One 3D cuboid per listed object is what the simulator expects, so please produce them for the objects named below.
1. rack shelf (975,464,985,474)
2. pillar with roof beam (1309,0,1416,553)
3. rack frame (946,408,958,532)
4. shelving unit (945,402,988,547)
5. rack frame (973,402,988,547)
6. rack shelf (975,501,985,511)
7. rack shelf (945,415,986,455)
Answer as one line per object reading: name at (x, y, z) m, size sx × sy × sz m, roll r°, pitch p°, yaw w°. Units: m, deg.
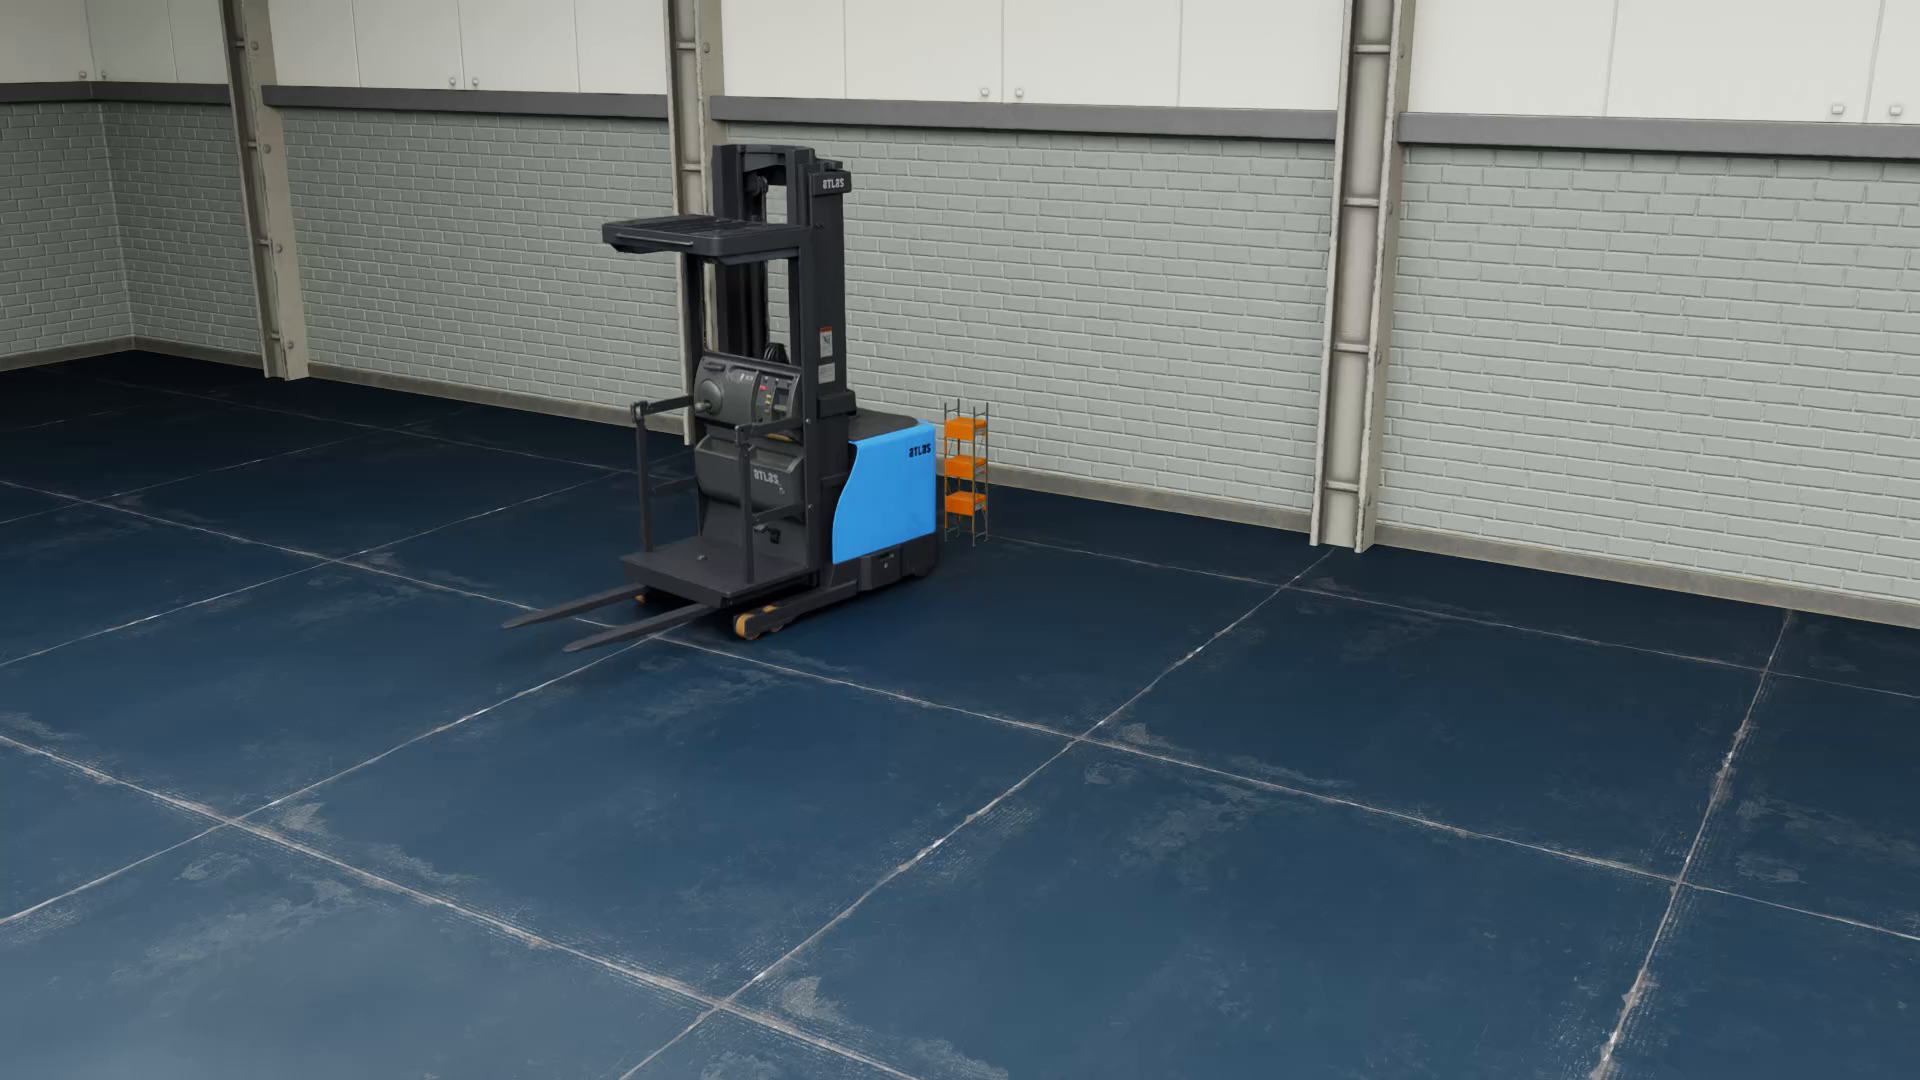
rack shelf at (0.046, -0.532, 12.190) m, size 0.221 × 0.050 × 0.166 m, roll 10°, pitch 20°, yaw 30°
pillar with roof beam at (0.574, -3.214, 7.479) m, size 0.400 × 9.000 × 9.100 m, roll 10°, pitch 20°, yaw 30°
rack frame at (-0.059, -0.513, 12.262) m, size 0.003 × 0.915 × 0.190 m, roll 10°, pitch 20°, yaw 30°
shelving unit at (0.047, -0.494, 12.201) m, size 0.249 × 1.050 × 0.215 m, roll 10°, pitch 20°, yaw 30°
rack frame at (0.150, -0.476, 12.141) m, size 0.008 × 1.050 × 0.200 m, roll 10°, pitch 20°, yaw 30°
rack shelf at (0.046, -0.266, 12.271) m, size 0.221 × 0.050 × 0.166 m, roll 10°, pitch 20°, yaw 30°
rack shelf at (0.046, -0.756, 12.122) m, size 0.240 × 0.259 × 0.215 m, roll 10°, pitch 20°, yaw 30°
